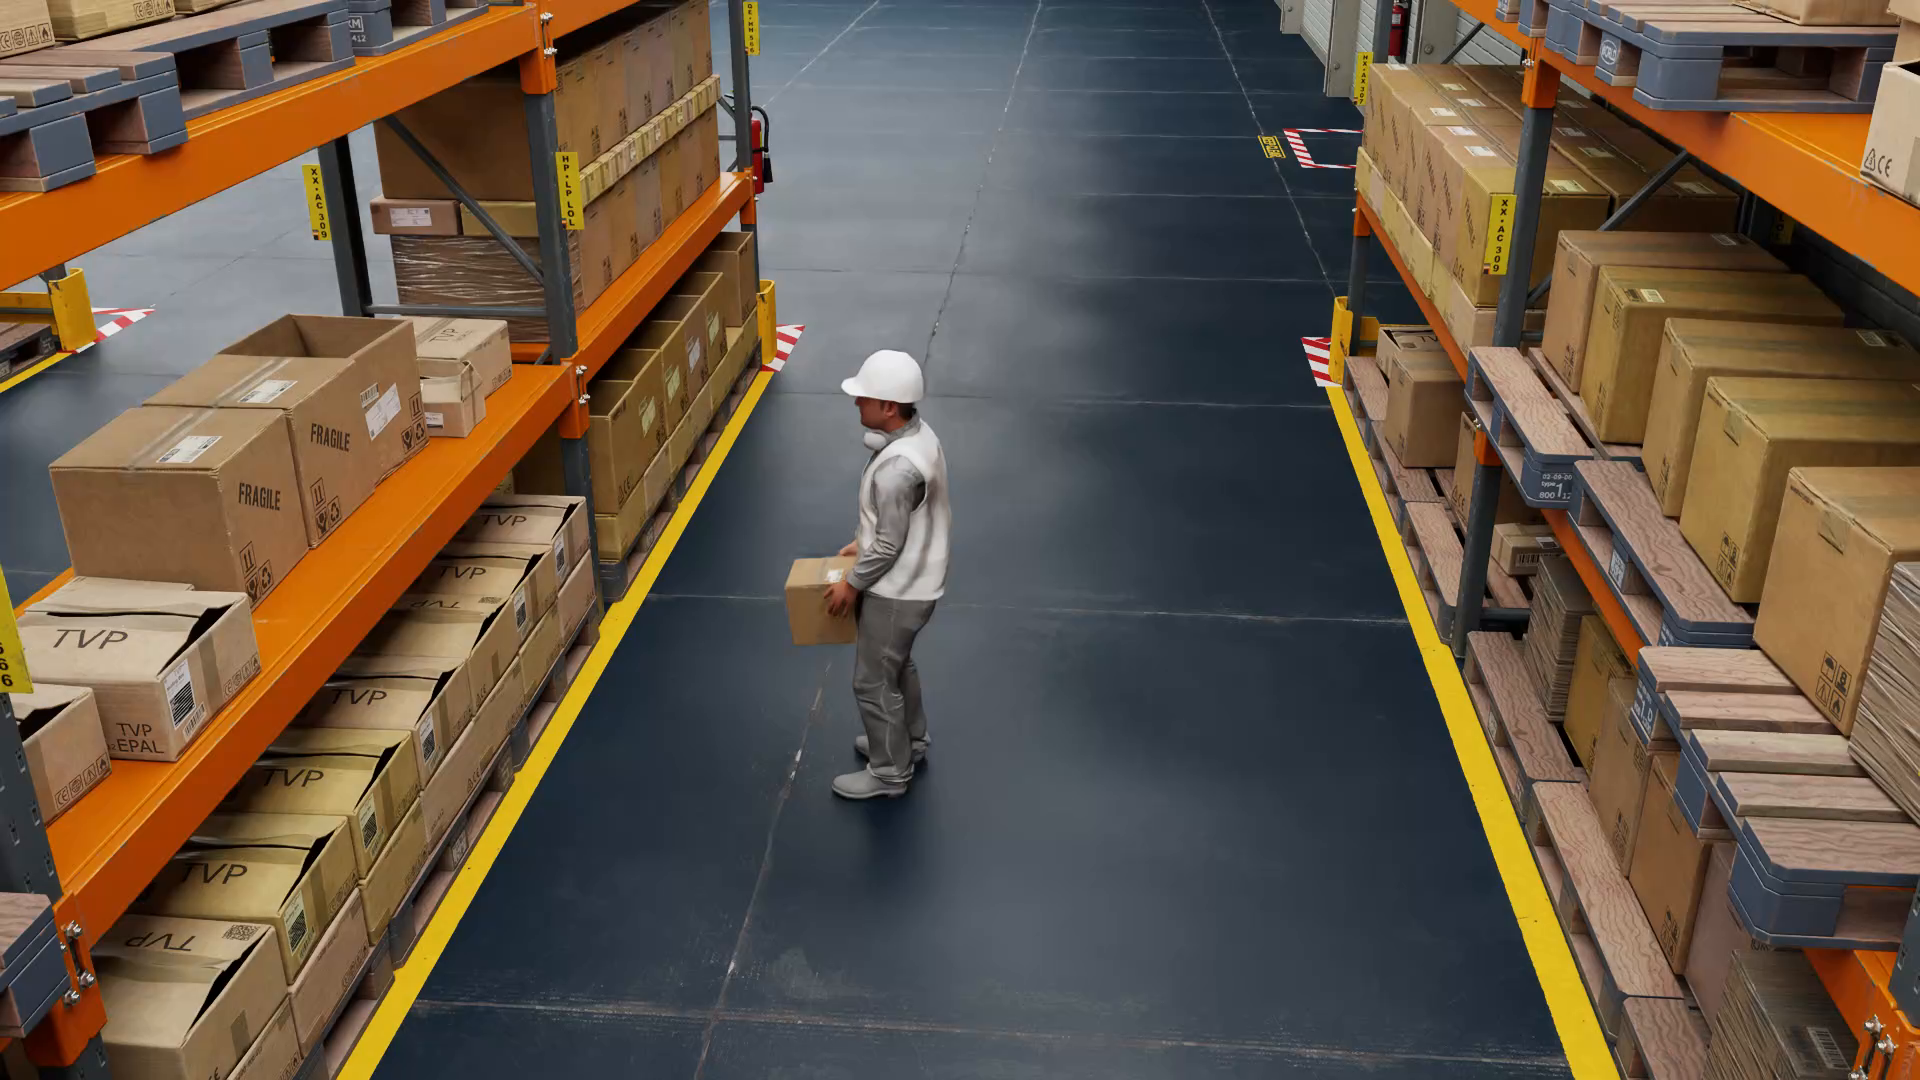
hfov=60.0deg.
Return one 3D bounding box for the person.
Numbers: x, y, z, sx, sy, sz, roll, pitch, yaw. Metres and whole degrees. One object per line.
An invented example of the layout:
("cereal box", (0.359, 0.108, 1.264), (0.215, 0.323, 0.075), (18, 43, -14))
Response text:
("person", (-0.266, 0.140, 6.253), (0.470, 1.779, 0.546), (1, 24, 3))
